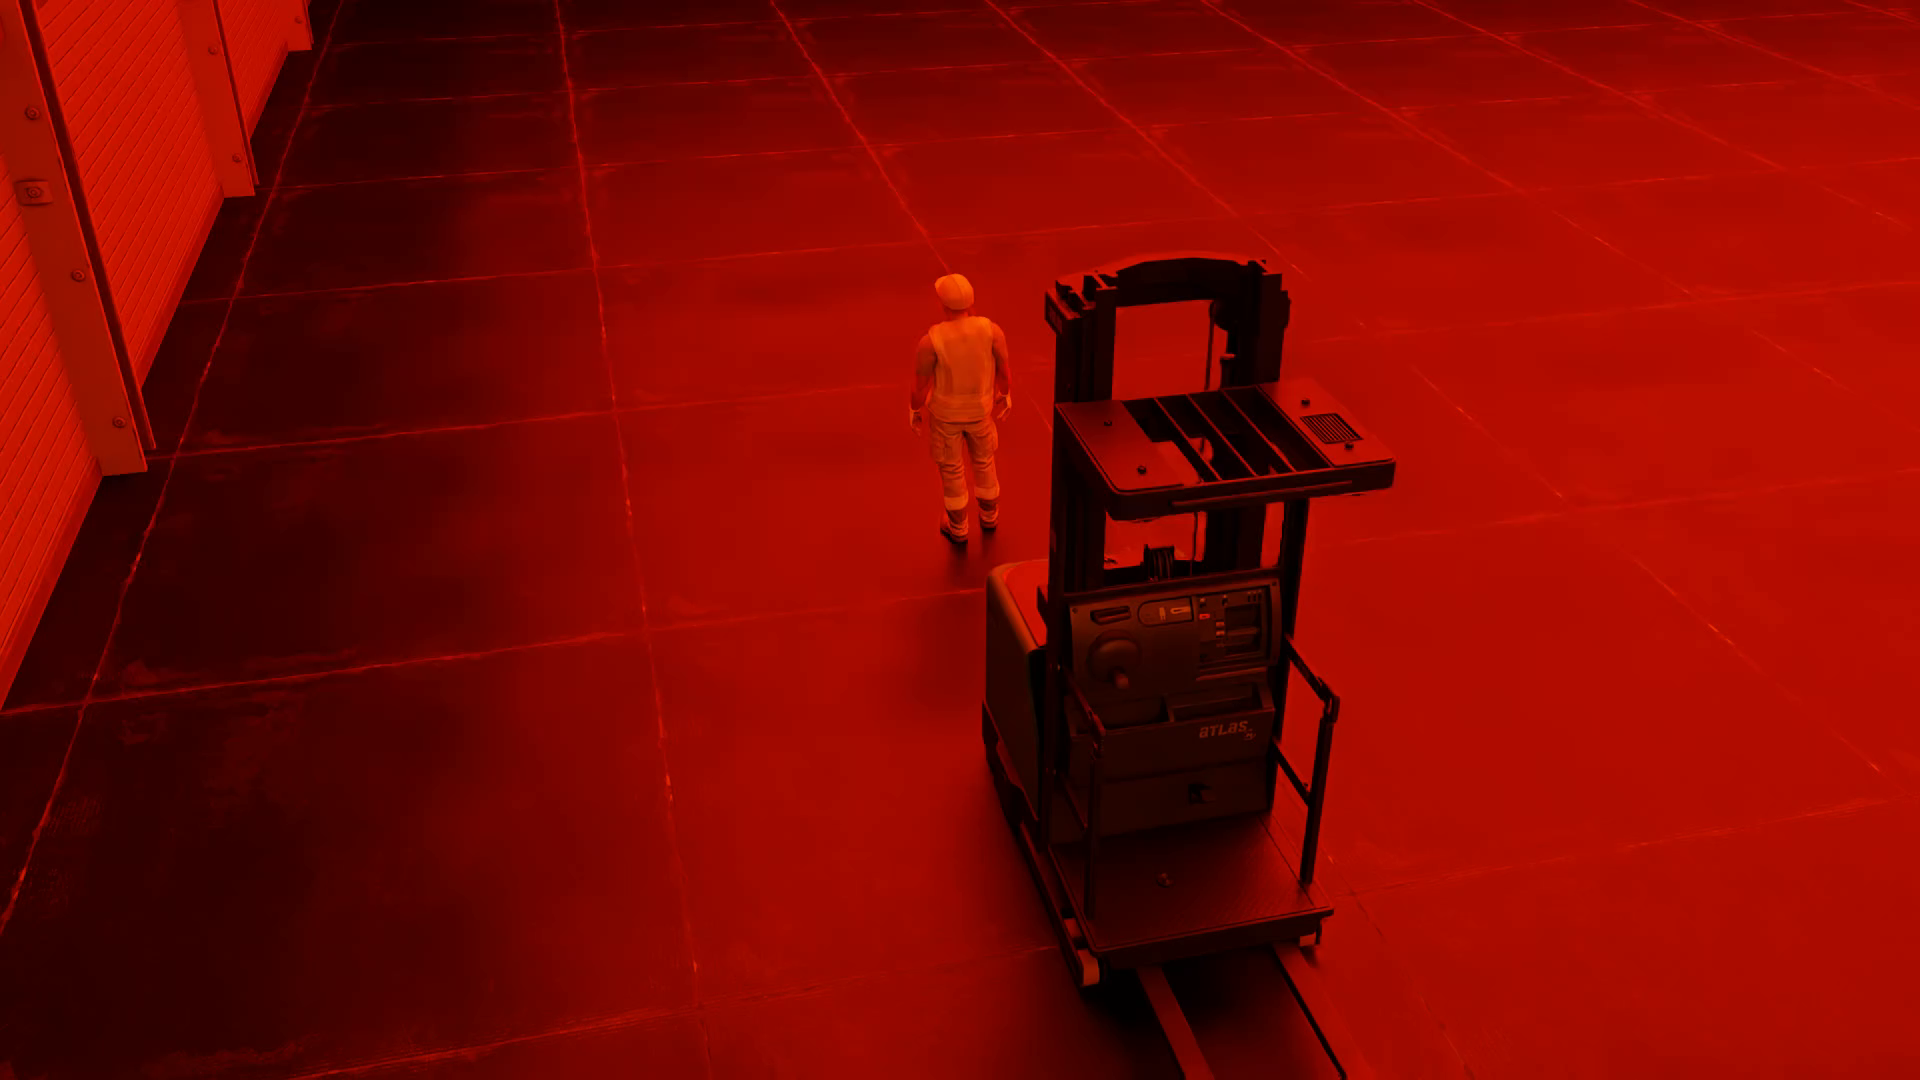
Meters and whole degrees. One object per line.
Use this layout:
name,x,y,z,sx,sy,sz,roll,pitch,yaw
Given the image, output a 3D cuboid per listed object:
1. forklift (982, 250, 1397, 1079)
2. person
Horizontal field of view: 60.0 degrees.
forklift,0.962,0.443,6.808,1.130,2.935,3.031,-7,31,-12
person,-0.007,-0.821,10.119,0.637,1.790,0.562,-7,31,-12
